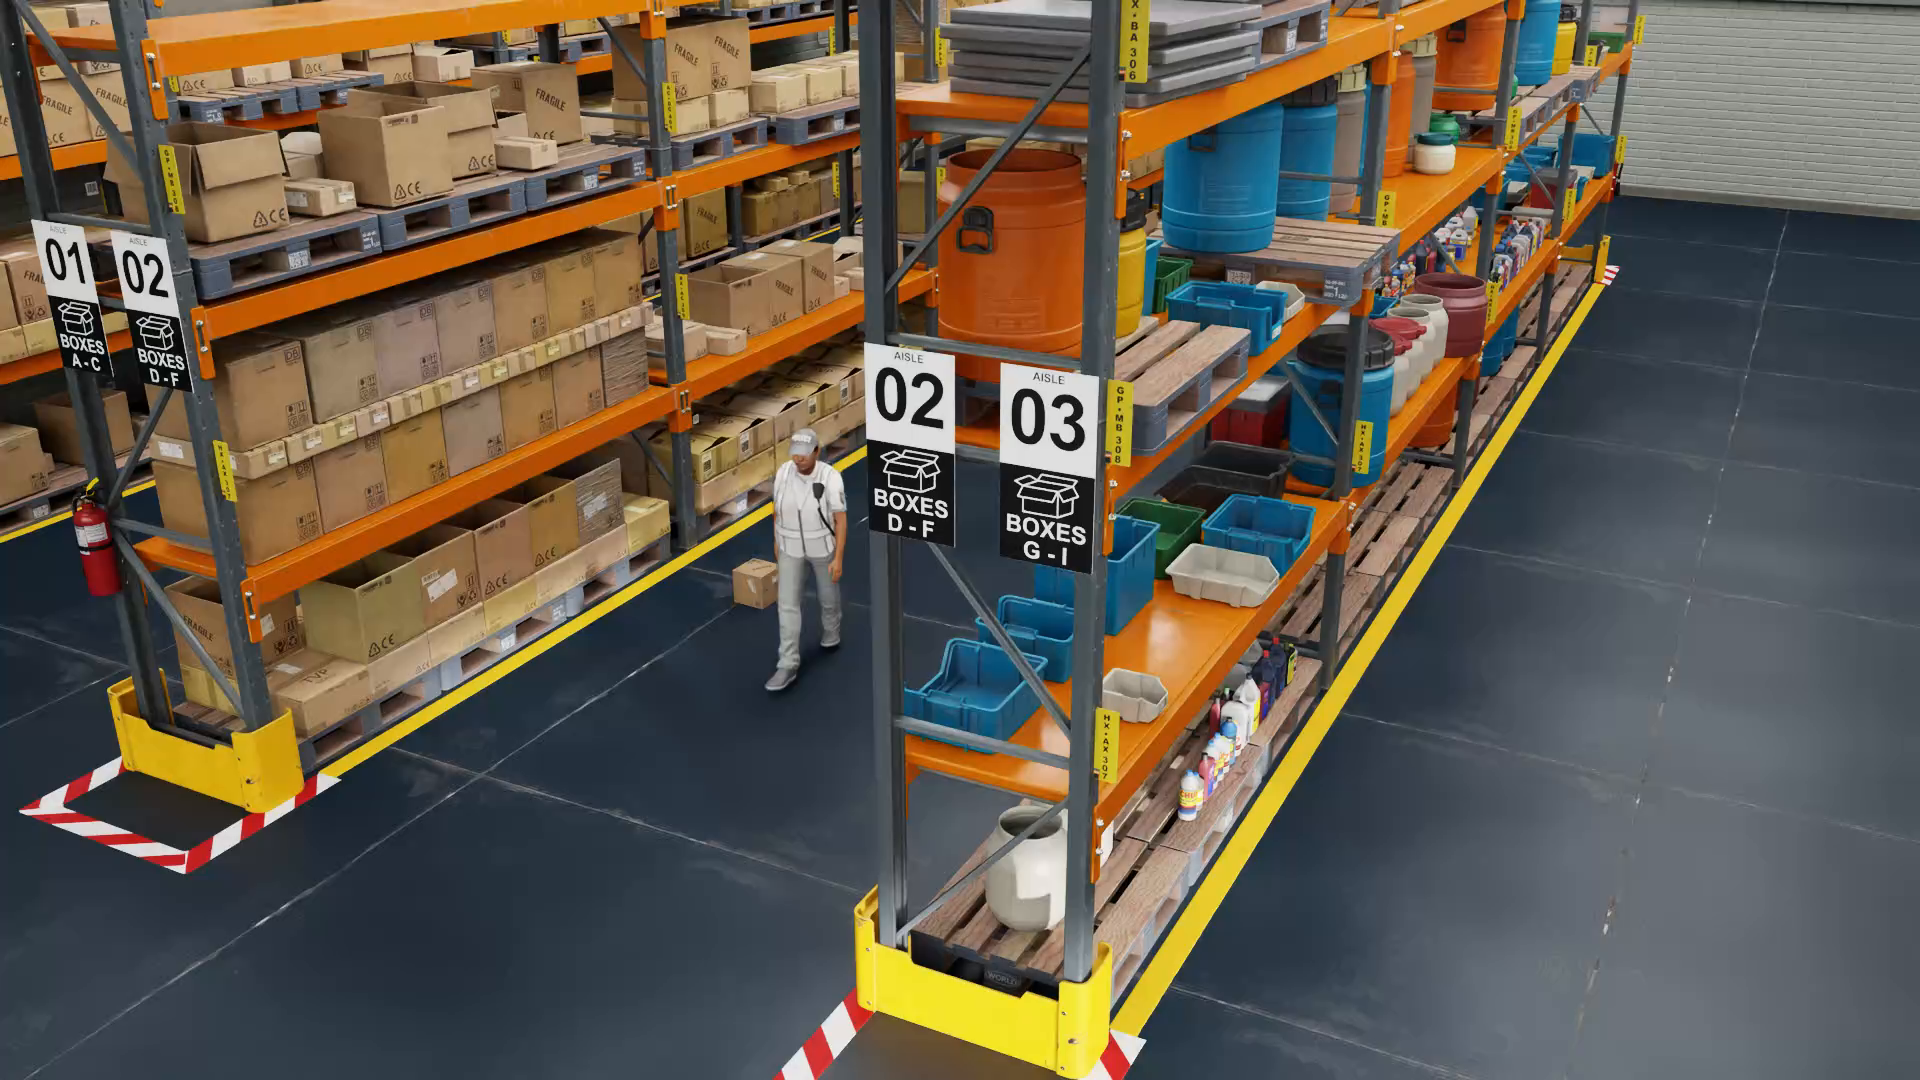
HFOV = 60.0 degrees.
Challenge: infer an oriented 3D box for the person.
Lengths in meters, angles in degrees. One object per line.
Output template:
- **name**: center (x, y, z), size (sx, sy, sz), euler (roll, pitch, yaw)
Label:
- **person**: center (-0.965, 0.061, 10.558), size (0.520, 1.600, 0.983), euler (2, 23, 5)
